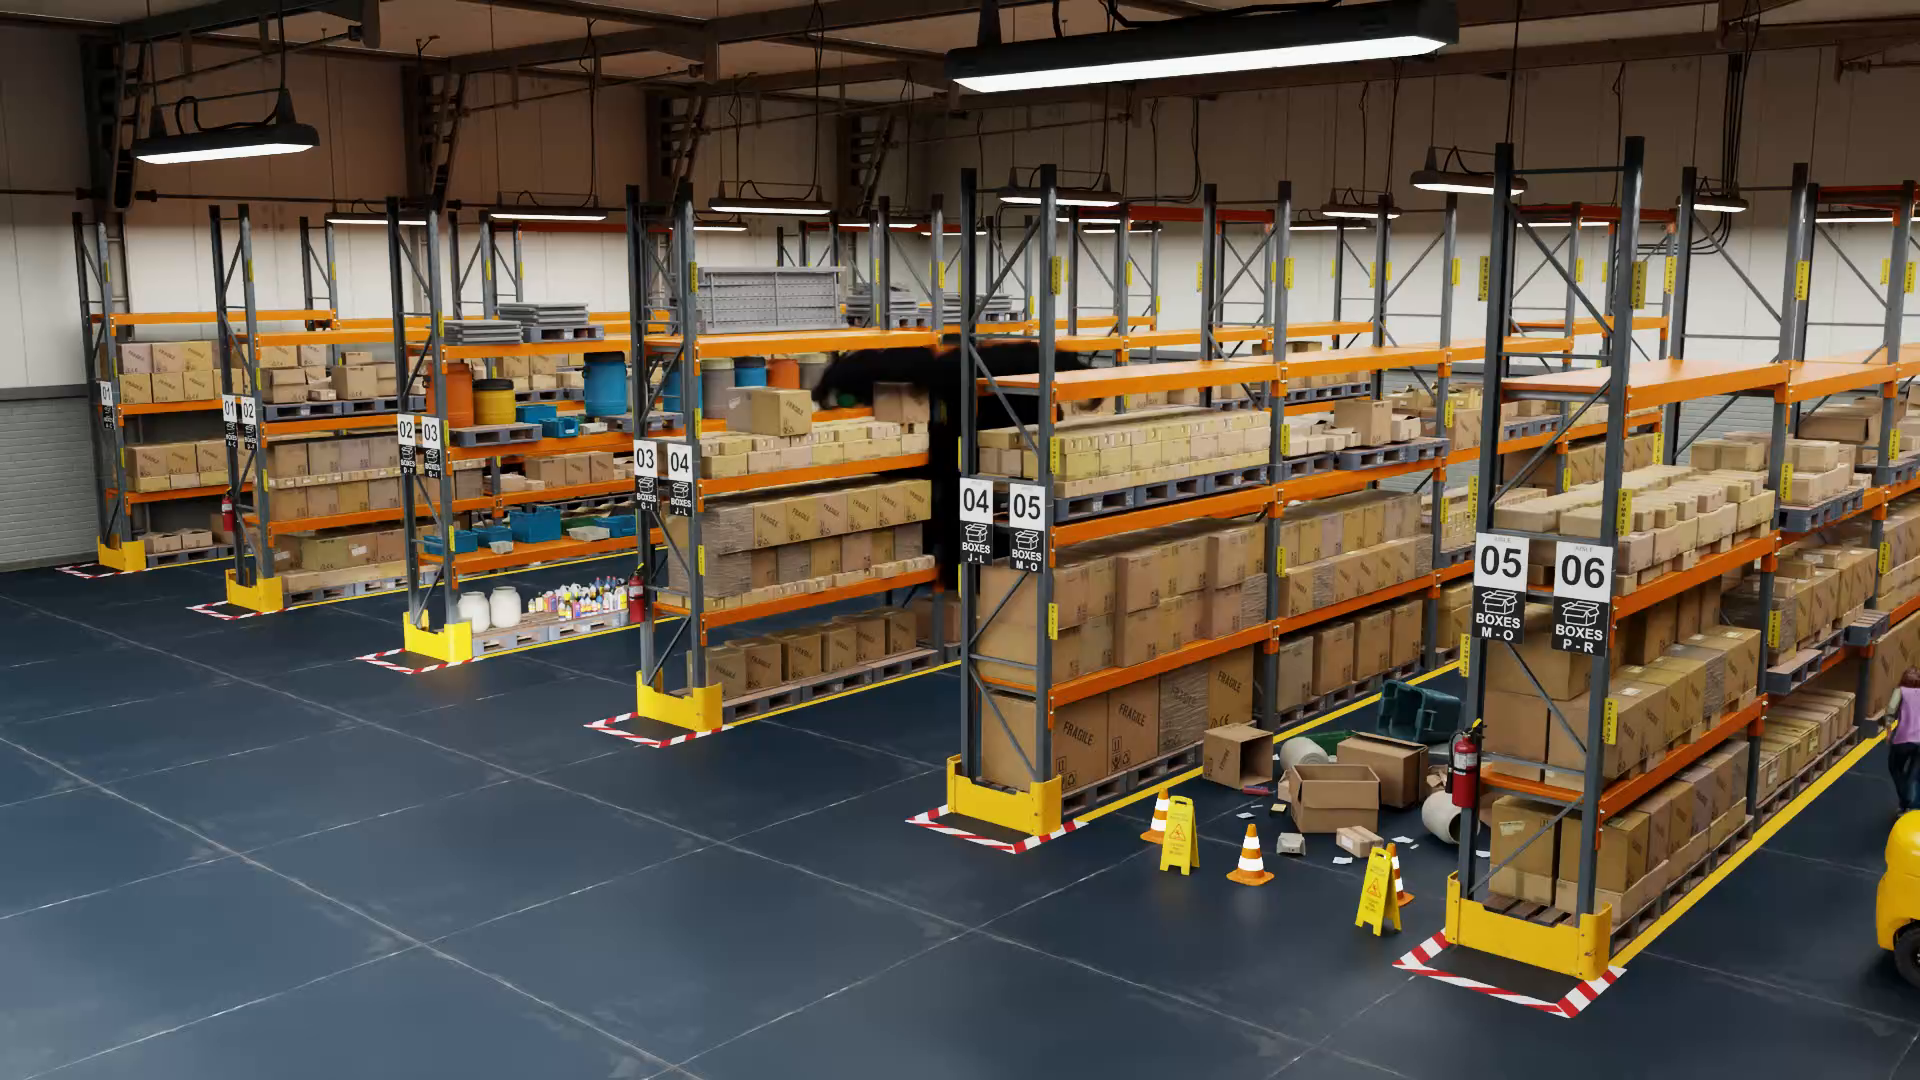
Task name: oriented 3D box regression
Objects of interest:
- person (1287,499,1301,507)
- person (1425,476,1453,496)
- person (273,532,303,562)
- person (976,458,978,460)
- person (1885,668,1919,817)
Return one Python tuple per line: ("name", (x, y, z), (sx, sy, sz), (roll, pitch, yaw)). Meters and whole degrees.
("person", (4.995, 0.186, 23.731), (1.071, 1.611, 0.726), (-6, 11, -31))
("person", (8.349, -0.381, 28.842), (0.608, 1.595, 0.633), (5, 11, 30))
("person", (-11.036, -0.207, 27.179), (0.705, 1.747, 0.971), (5, 10, 25))
("person", (0.565, -1.227, 33.945), (0.549, 1.564, 0.903), (6, 11, 32))
("person", (8.841, 1.968, 15.392), (0.529, 1.398, 1.043), (3, 10, 19))
